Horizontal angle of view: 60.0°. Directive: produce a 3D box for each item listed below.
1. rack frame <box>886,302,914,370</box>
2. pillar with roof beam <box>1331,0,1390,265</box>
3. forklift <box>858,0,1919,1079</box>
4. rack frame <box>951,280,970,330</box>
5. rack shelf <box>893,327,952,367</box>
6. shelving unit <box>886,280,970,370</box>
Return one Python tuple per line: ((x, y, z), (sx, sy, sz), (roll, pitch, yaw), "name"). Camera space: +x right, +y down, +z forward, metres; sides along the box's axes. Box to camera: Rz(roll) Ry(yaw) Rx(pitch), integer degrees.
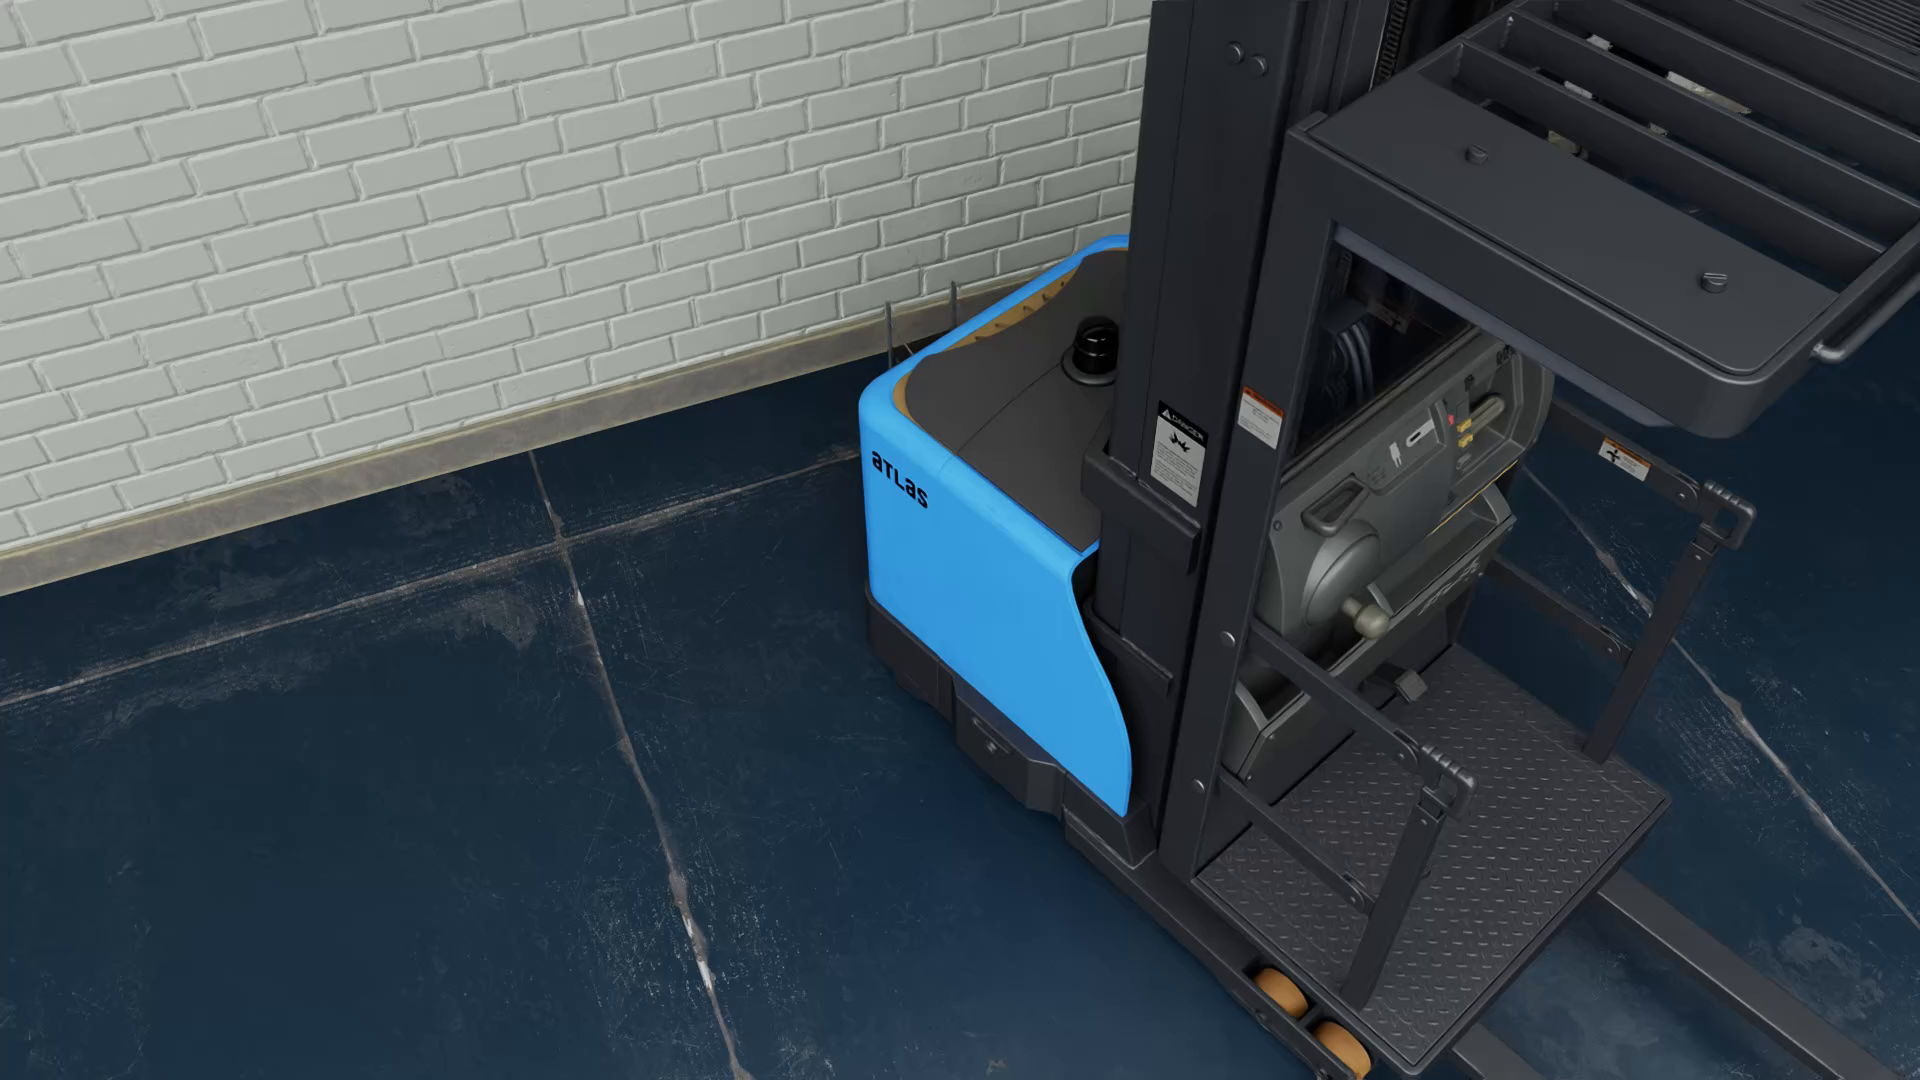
((-0.151, -0.289, 4.905), (0.006, 0.900, 0.240), (-21, 52, -17), "rack frame")
((3.027, -0.985, 0.164), (0.400, 9.000, 9.100), (-17, 52, -14), "pillar with roof beam")
((1.096, -0.055, 3.365), (1.130, 2.935, 3.031), (-35, 58, -26), "forklift")
((0.031, -0.357, 4.964), (0.006, 0.900, 0.240), (-21, 52, -17), "rack frame")
((-0.060, -0.477, 4.755), (0.200, 0.077, 0.258), (-21, 52, -17), "rack shelf")
((-0.060, -0.323, 4.934), (0.210, 0.900, 0.258), (-21, 52, -17), "shelving unit")
